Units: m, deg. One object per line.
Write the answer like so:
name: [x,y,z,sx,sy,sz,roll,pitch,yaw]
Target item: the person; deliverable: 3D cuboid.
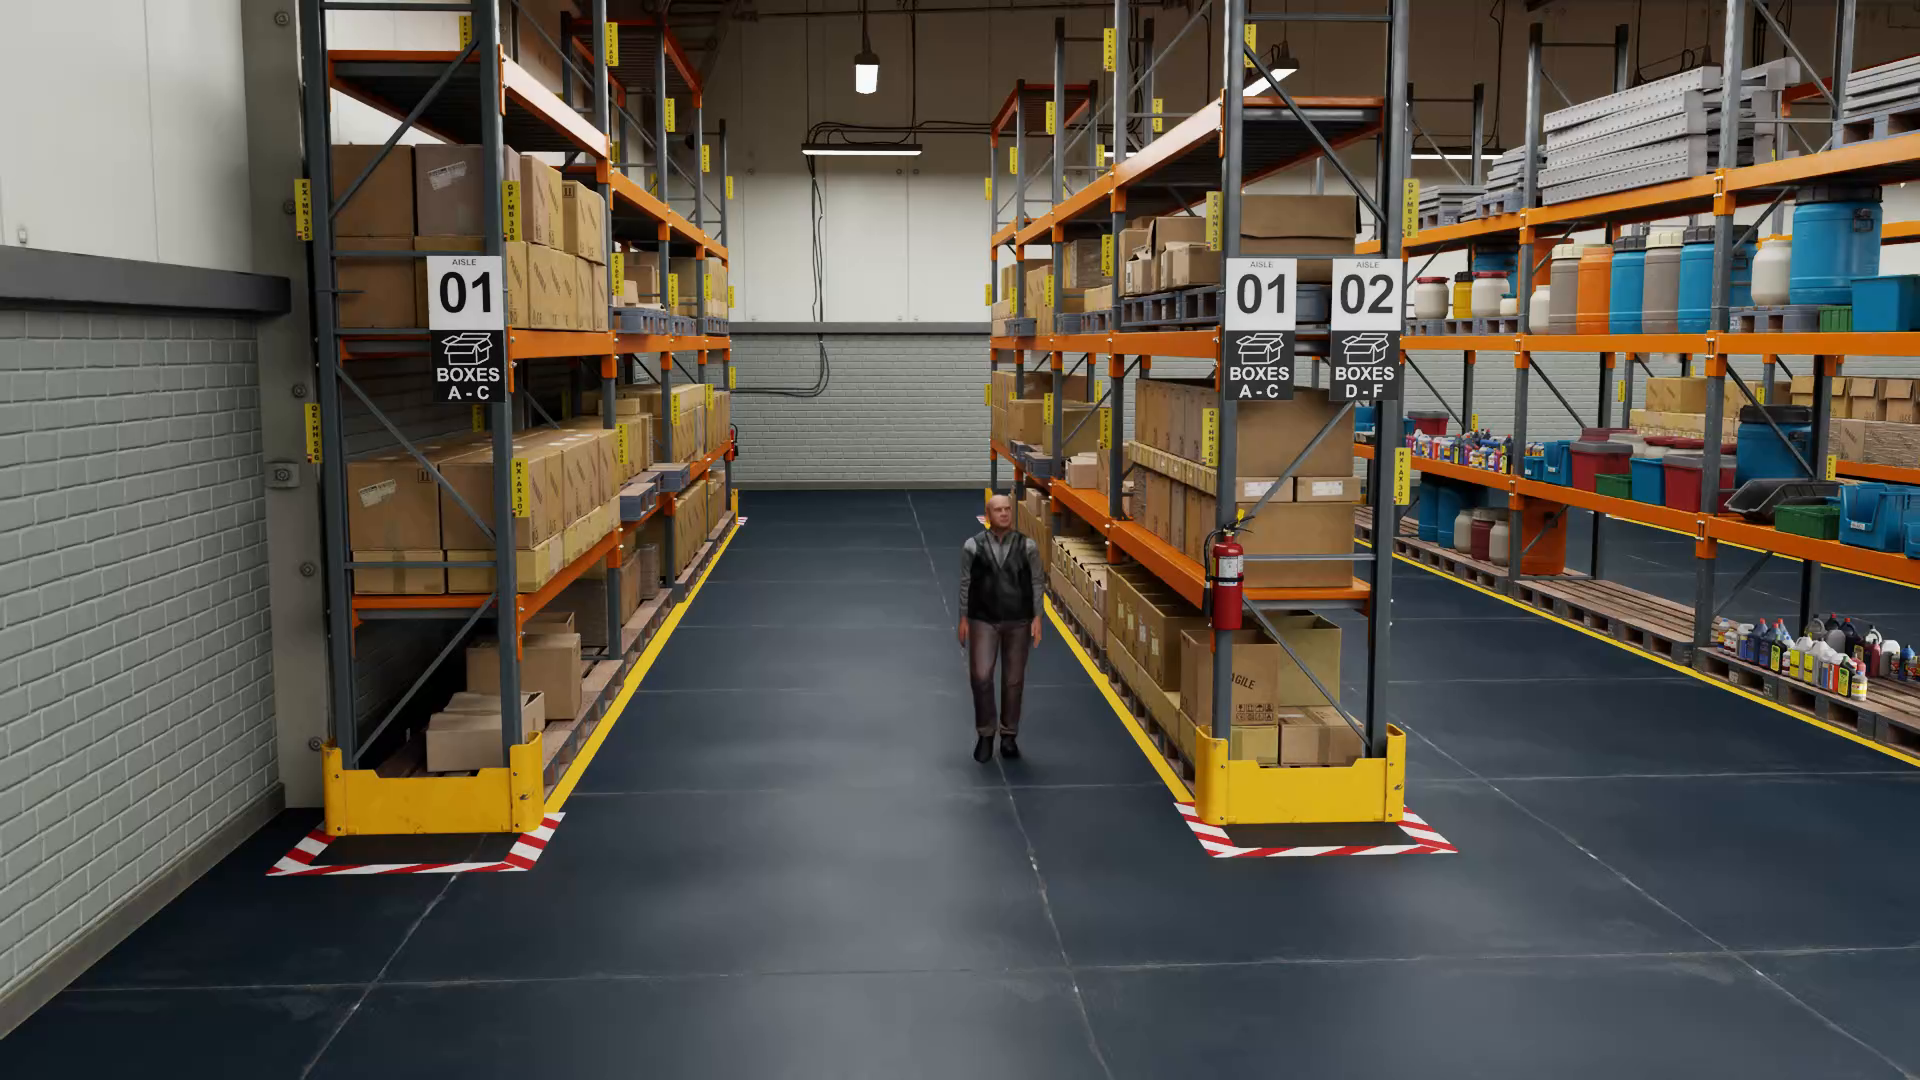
person: [0.277,0.590,10.938,0.567,1.766,0.515,0,7,-3]
